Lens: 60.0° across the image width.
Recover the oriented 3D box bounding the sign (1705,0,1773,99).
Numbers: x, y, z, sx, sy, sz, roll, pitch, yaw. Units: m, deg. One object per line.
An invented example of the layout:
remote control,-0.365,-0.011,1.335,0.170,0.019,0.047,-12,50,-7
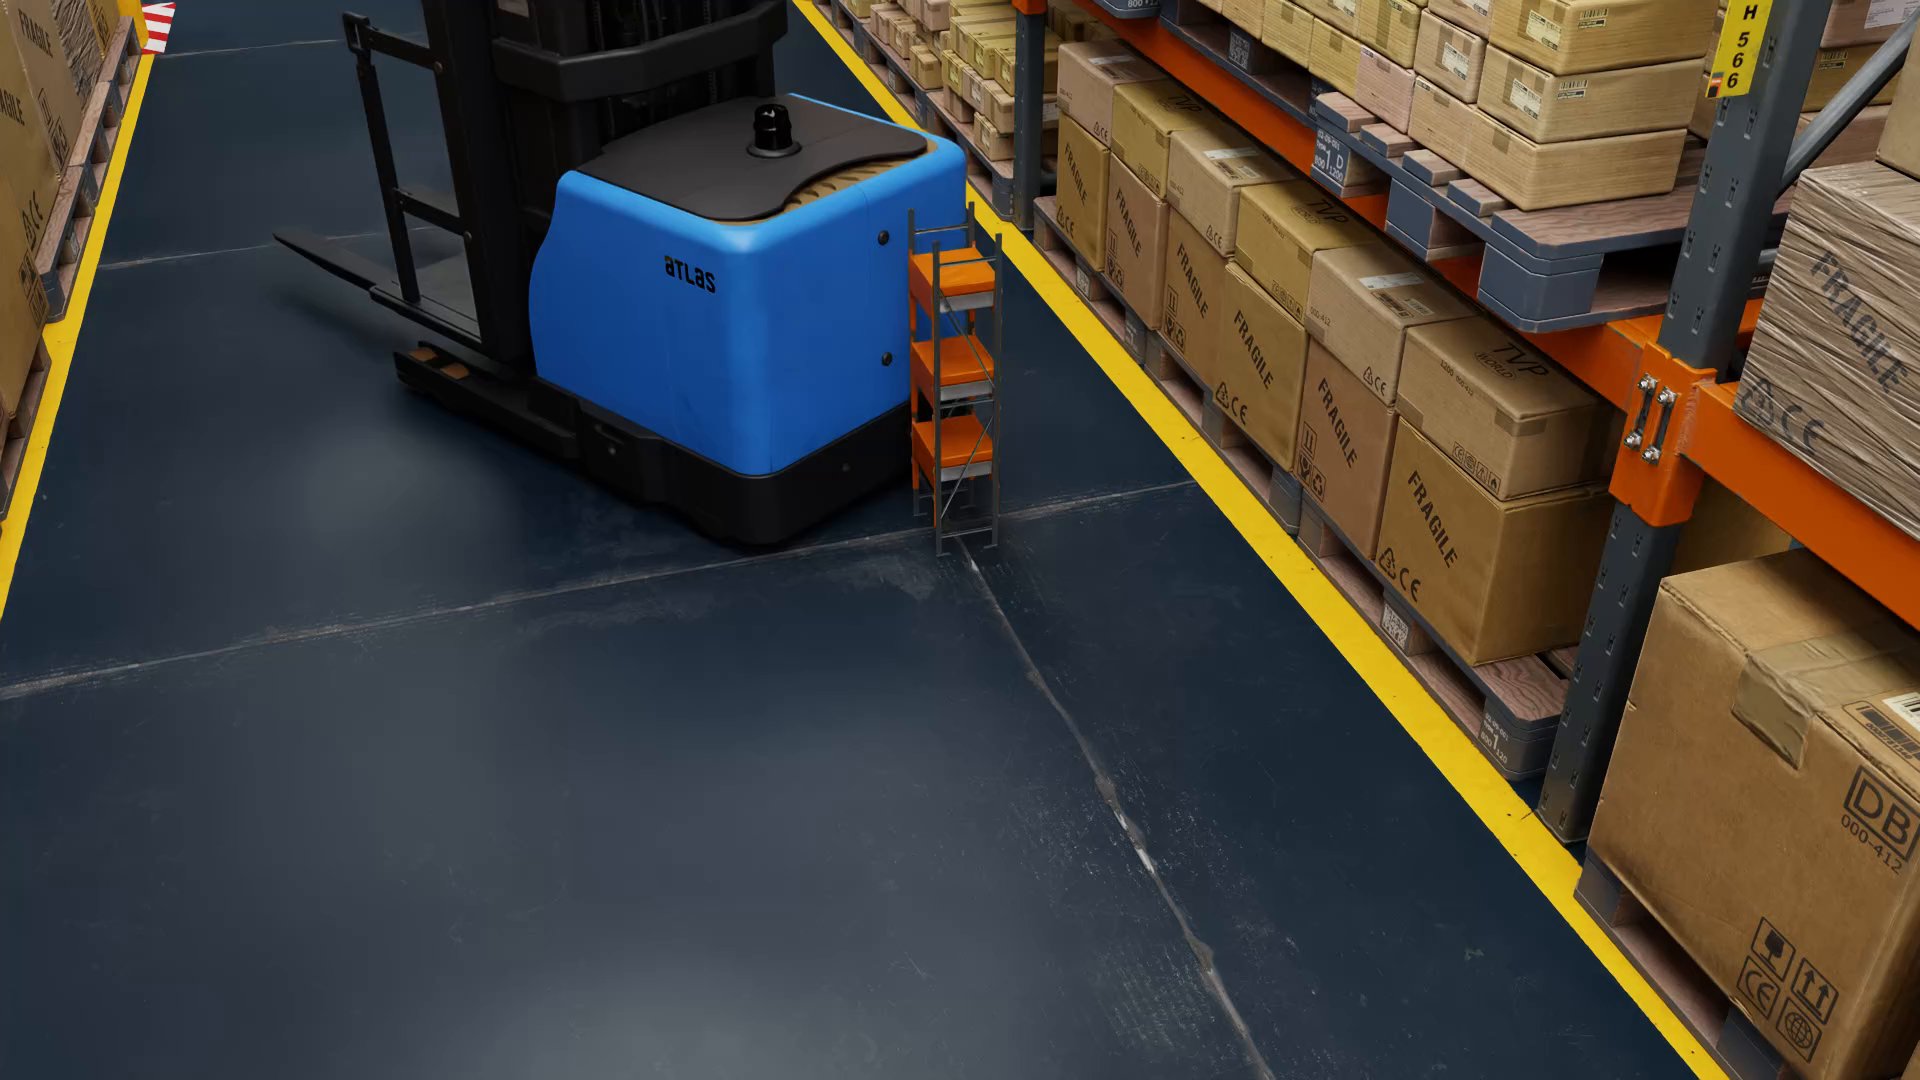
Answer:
sign,1.431,-0.963,3.008,0.100,0.325,0.005,-10,35,-15

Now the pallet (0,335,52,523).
pallet,-3.722,-0.373,5.622,1.003,0.211,1.213,-10,35,-15

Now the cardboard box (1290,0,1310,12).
cardboard box,1.045,-1.527,4.417,0.380,0.149,0.250,-10,35,-15

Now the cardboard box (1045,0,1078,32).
cardboard box,0.564,-2.571,8.086,0.380,0.149,0.250,-11,35,-16

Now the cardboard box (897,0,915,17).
cardboard box,-0.099,-2.759,8.370,0.380,0.149,0.250,-11,35,-16

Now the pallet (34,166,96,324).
pallet,-4.187,-1.177,6.840,1.003,0.211,1.213,-10,35,-15

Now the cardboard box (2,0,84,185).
cardboard box,-4.429,-2.050,7.177,0.875,0.875,0.875,-10,35,-15

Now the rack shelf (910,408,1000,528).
rack shelf,-0.016,-0.225,5.162,0.215,0.259,0.240,-10,35,-15

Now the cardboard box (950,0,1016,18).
cardboard box,0.165,-2.493,7.967,0.380,0.149,0.250,-9,34,-13

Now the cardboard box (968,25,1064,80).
cardboard box,0.253,-2.214,7.545,0.380,0.149,0.250,-10,35,-14

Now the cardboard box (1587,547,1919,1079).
cardboard box,2.045,0.489,3.449,1.050,0.750,0.750,-10,35,-15

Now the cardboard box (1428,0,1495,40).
cardboard box,1.285,-1.240,3.714,0.380,0.149,0.250,-10,35,-15

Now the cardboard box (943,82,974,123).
cardboard box,0.139,-2.122,7.946,0.380,0.149,0.250,-11,35,-16

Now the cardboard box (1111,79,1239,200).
cardboard box,0.864,-1.443,5.919,0.500,0.250,0.500,-9,35,-13

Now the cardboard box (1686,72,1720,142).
cardboard box,1.919,-1.090,4.025,0.380,0.149,0.250,-8,34,-12

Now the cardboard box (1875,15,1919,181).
cardboard box,2.072,-0.831,2.789,0.700,0.500,0.500,-10,35,-15

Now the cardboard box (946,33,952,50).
cardboard box,0.150,-2.357,8.032,0.380,0.149,0.250,-10,35,-14

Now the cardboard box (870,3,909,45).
cardboard box,-0.265,-2.798,8.968,0.380,0.149,0.250,-12,35,-17

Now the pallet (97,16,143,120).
pallet,-4.931,-2.459,8.779,1.003,0.211,1.213,-10,35,-15

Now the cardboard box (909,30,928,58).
cardboard box,-0.050,-2.536,8.571,0.380,0.149,0.250,-9,35,-14

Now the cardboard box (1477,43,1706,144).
cardboard box,1.361,-0.987,3.600,0.380,0.149,0.250,-9,35,-14

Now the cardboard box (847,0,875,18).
cardboard box,-0.427,-3.061,9.366,0.380,0.149,0.250,-10,35,-14

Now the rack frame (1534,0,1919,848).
rack frame,1.945,-0.609,3.451,1.000,3.000,0.127,-10,35,-15

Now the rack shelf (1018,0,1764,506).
rack shelf,1.335,-1.359,5.239,1.077,0.370,4.000,-10,35,-15

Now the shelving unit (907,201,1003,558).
shelving unit,-0.016,-0.466,5.003,0.215,1.050,0.252,-10,35,-15

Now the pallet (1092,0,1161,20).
pallet,0.819,-2.204,6.038,1.003,0.211,1.213,-10,35,-15

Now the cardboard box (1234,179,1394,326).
cardboard box,1.182,-0.902,5.101,0.500,0.250,0.500,-9,35,-14

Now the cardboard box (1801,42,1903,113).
cardboard box,1.989,-1.091,3.758,0.380,0.149,0.250,-8,34,-13

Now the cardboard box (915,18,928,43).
cardboard box,-0.009,-2.632,8.447,0.380,0.149,0.250,-12,35,-17

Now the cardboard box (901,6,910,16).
cardboard box,-0.123,-2.923,8.887,0.380,0.149,0.250,-8,34,-12

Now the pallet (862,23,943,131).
pallet,0.111,-2.534,8.894,1.003,0.211,1.213,-10,35,-15

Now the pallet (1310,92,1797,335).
pallet,1.626,-0.886,4.043,1.213,0.211,1.003,-10,35,-15

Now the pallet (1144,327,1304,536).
pallet,1.340,-0.496,5.809,1.003,0.211,1.213,-10,35,-15

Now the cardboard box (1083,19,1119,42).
cardboard box,0.790,-2.314,7.696,0.380,0.149,0.250,-8,34,-12

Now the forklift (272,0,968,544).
forklift,-1.416,-1.884,5.443,3.031,2.935,1.130,25,41,33

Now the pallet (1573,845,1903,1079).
pallet,2.114,0.981,3.575,1.003,0.211,1.213,-10,35,-15

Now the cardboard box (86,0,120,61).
cardboard box,-4.978,-2.995,8.608,0.875,0.875,0.875,-10,35,-15

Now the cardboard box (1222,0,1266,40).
cardboard box,0.971,-1.536,4.700,0.380,0.149,0.250,-9,35,-13

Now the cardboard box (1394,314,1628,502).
cardboard box,1.487,-0.370,4.295,0.500,0.250,0.500,-11,35,-16

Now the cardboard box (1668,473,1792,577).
cardboard box,1.972,-0.156,4.652,0.500,0.500,0.500,-11,35,-17

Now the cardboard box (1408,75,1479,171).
cardboard box,1.283,-0.992,3.878,0.380,0.149,0.250,-10,35,-15

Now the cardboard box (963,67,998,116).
cardboard box,0.232,-2.071,7.599,0.380,0.149,0.250,-12,35,-17

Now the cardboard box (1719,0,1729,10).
cardboard box,1.904,-1.344,3.870,0.380,0.149,0.250,-11,35,-16

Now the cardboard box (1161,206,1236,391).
cardboard box,1.033,-0.859,5.716,0.500,0.500,0.500,-9,35,-14

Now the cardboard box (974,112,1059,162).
cardboard box,0.281,-1.844,7.525,0.380,0.149,0.250,-10,35,-14

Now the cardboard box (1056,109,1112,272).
cardboard box,0.698,-1.409,6.548,0.500,0.500,0.500,-9,34,-13

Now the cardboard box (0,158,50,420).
cardboard box,-3.815,-0.885,5.414,1.225,0.875,0.875,-10,35,-15

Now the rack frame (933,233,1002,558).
rack frame,0.021,-0.402,4.906,0.200,1.050,0.008,-10,35,-15

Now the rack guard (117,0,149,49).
rack guard,-5.257,-2.998,9.334,1.175,0.500,0.348,-10,35,-15

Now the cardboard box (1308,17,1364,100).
cardboard box,1.131,-1.259,4.281,0.380,0.149,0.250,-10,35,-15

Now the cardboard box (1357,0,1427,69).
cardboard box,1.195,-1.264,4.020,0.380,0.149,0.250,-9,35,-14

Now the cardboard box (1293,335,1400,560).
cardboard box,1.341,-0.316,4.895,0.500,0.500,0.500,-9,34,-13
